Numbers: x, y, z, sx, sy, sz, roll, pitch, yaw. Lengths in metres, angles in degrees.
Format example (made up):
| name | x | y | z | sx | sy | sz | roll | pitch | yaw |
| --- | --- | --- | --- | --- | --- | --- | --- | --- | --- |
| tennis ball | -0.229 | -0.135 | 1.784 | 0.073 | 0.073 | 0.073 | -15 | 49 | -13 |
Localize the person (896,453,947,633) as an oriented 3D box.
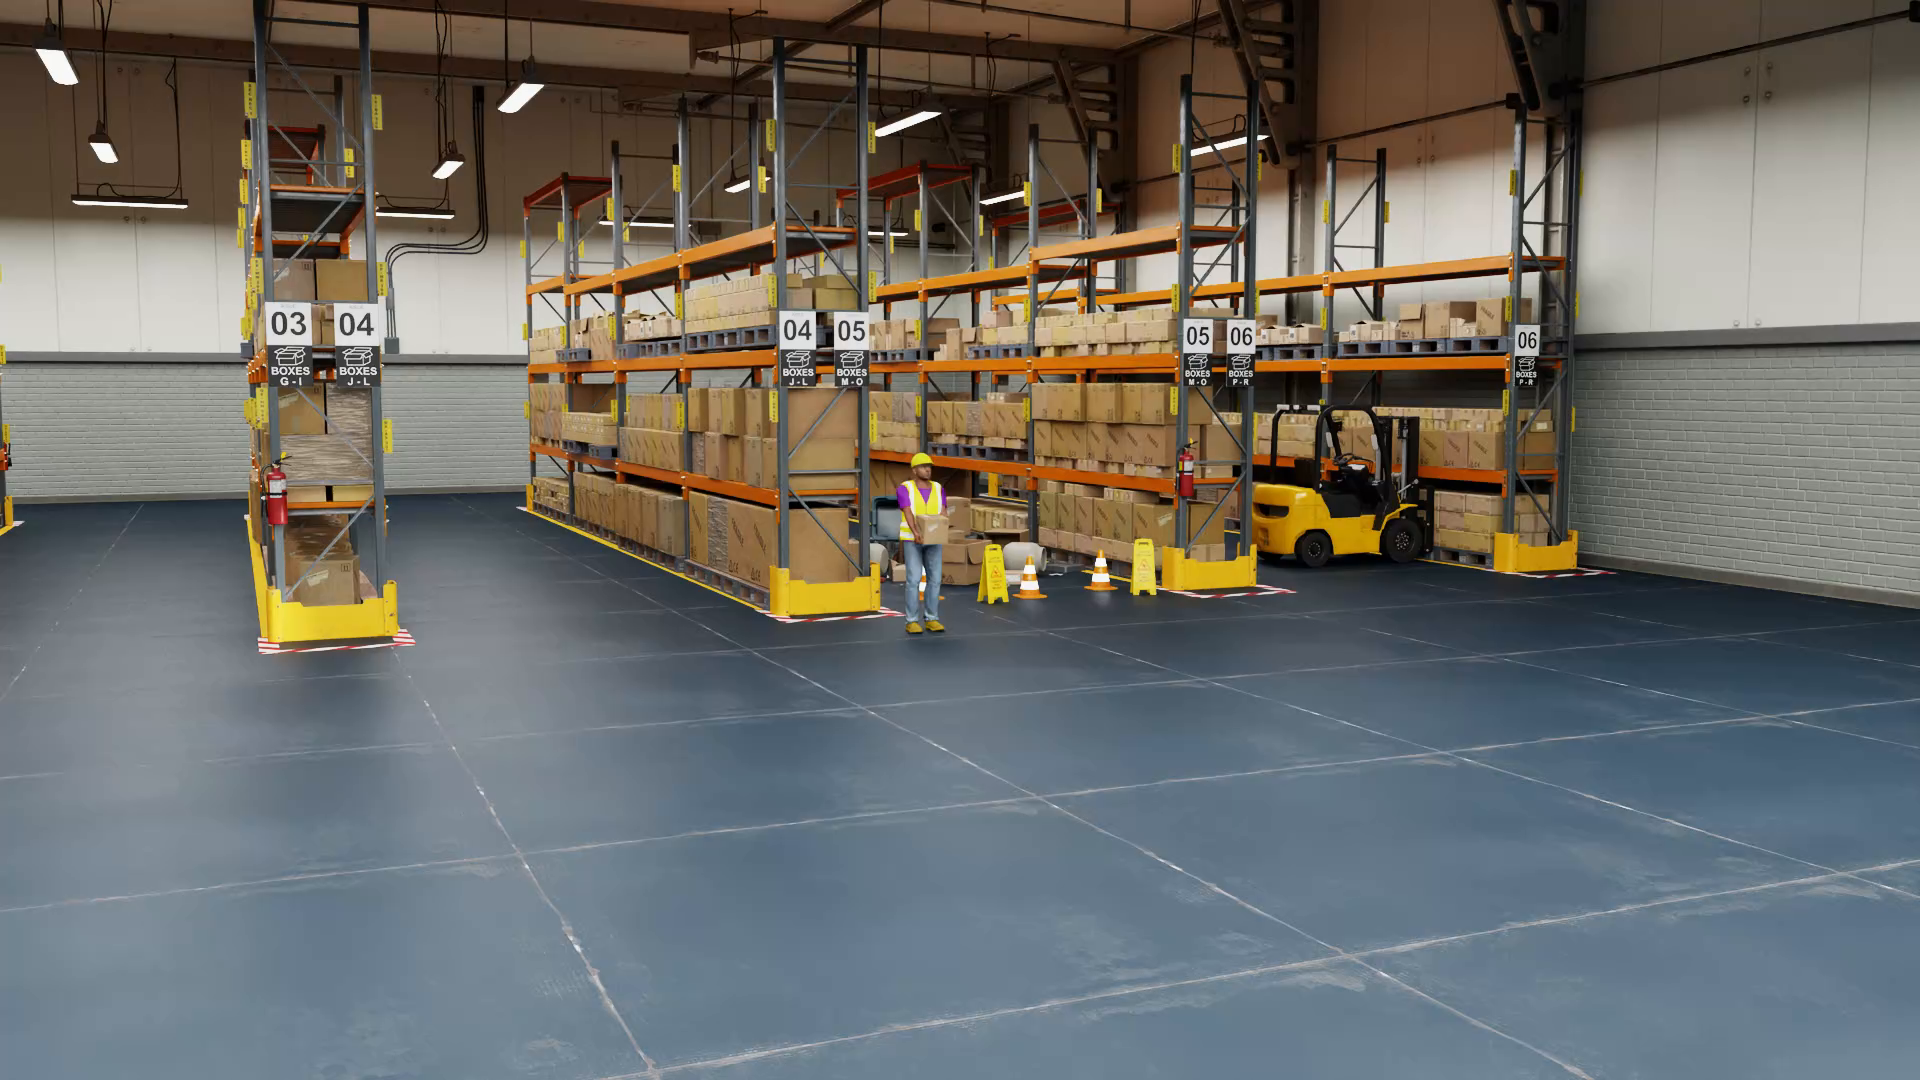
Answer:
| name | x | y | z | sx | sy | sz | roll | pitch | yaw |
| --- | --- | --- | --- | --- | --- | --- | --- | --- | --- |
| person | -0.356 | 0.023 | 16.422 | 0.504 | 1.760 | 0.446 | -2 | 6 | -23 |
